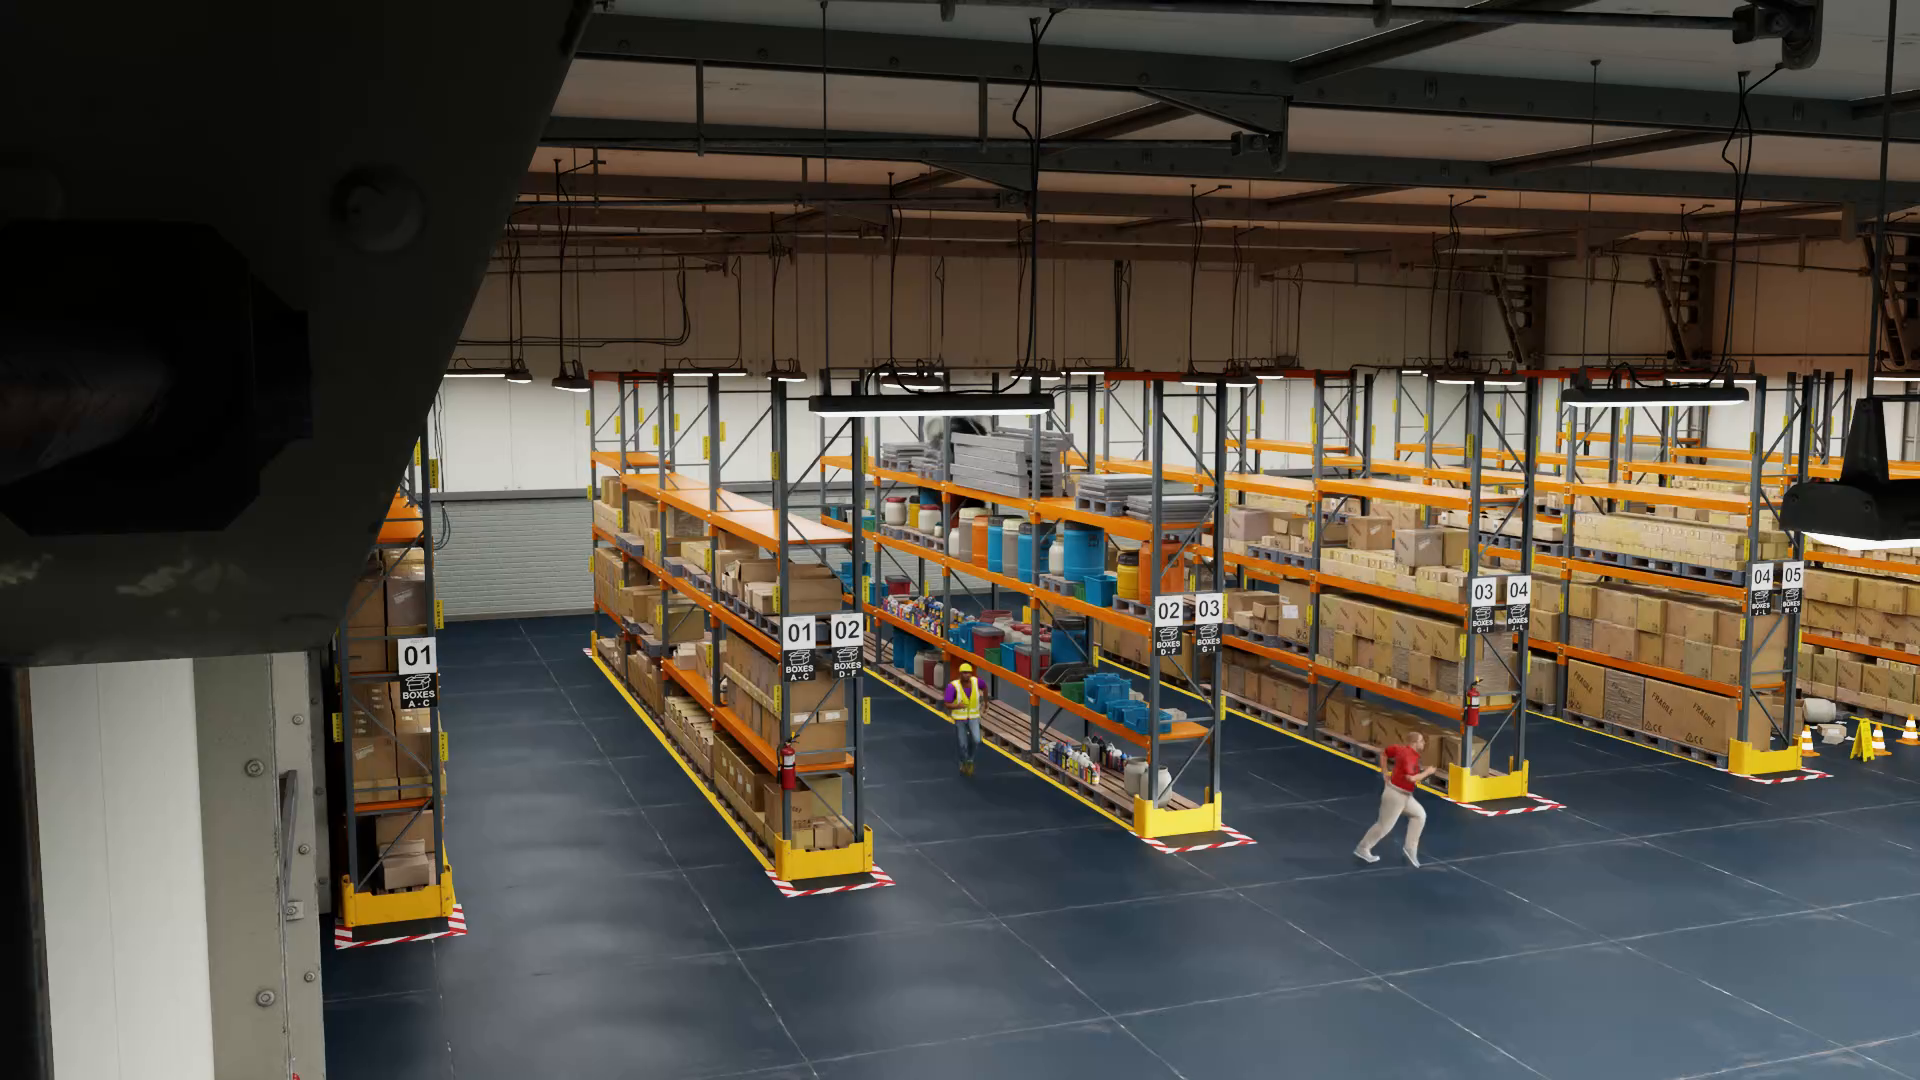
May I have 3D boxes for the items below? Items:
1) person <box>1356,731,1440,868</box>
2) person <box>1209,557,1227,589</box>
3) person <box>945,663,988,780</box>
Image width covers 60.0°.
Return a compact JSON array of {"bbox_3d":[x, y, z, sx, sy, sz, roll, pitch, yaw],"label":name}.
[{"bbox_3d":[5.401,3.219,20.516,0.982,1.753,0.652,1,7,12],"label":"person"},{"bbox_3d":[5.772,1.243,37.866,0.685,1.775,0.771,-2,7,-18],"label":"person"},{"bbox_3d":[0.121,2.687,24.892,0.732,1.758,0.813,-2,7,-13],"label":"person"}]
